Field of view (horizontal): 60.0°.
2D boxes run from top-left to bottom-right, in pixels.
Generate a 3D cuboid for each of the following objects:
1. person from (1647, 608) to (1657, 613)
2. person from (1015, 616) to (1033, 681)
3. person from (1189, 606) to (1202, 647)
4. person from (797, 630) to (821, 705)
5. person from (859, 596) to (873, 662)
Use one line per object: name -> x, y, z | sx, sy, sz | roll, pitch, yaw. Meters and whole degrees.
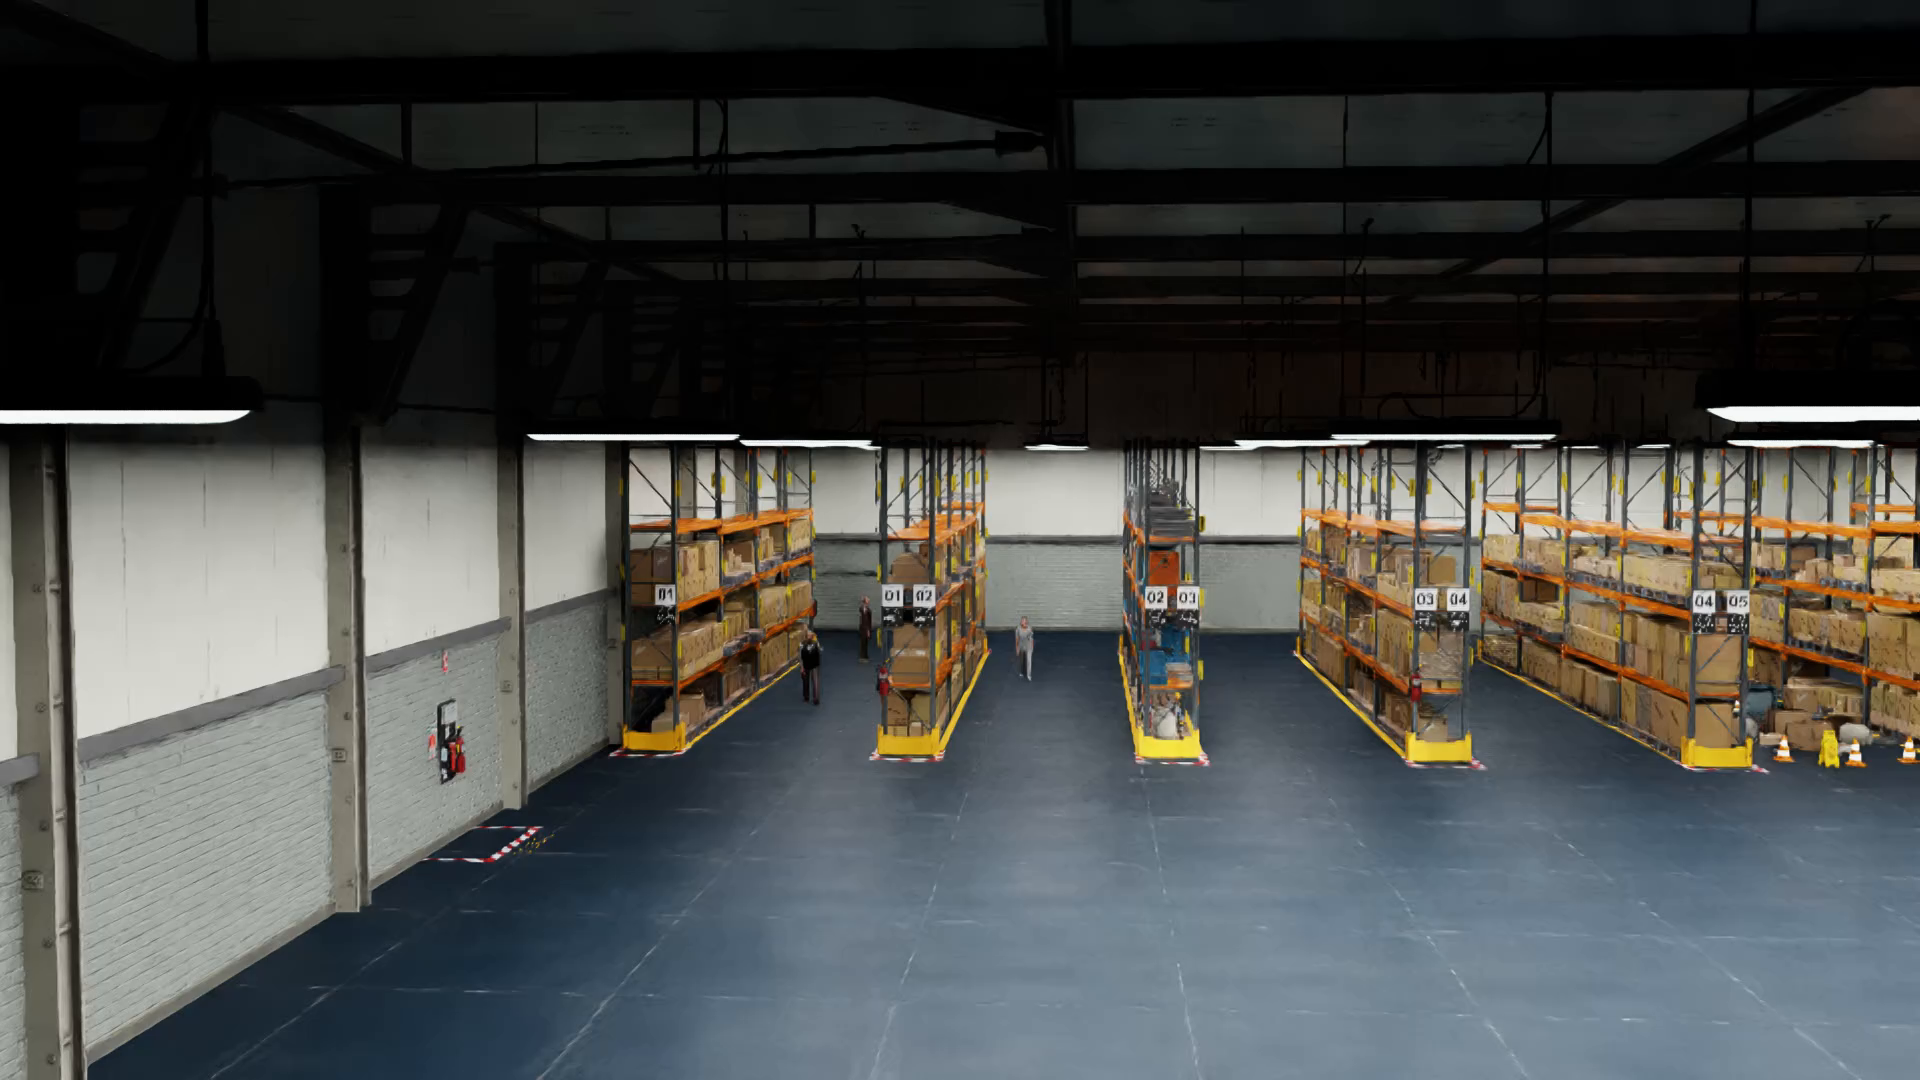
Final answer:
person -> 18.403, 2.519, 44.251 | 0.579, 1.668, 0.646 | 0, 3, 7
person -> 1.599, 2.683, 41.531 | 0.449, 1.585, 1.097 | 0, 3, 3
person -> 6.865, 2.257, 49.007 | 0.471, 1.750, 0.657 | -2, 4, -32
person -> -3.404, 2.871, 37.595 | 0.537, 1.665, 1.028 | 0, 3, -4
person -> -2.546, 2.400, 45.097 | 0.444, 1.783, 0.678 | -1, 3, -12
